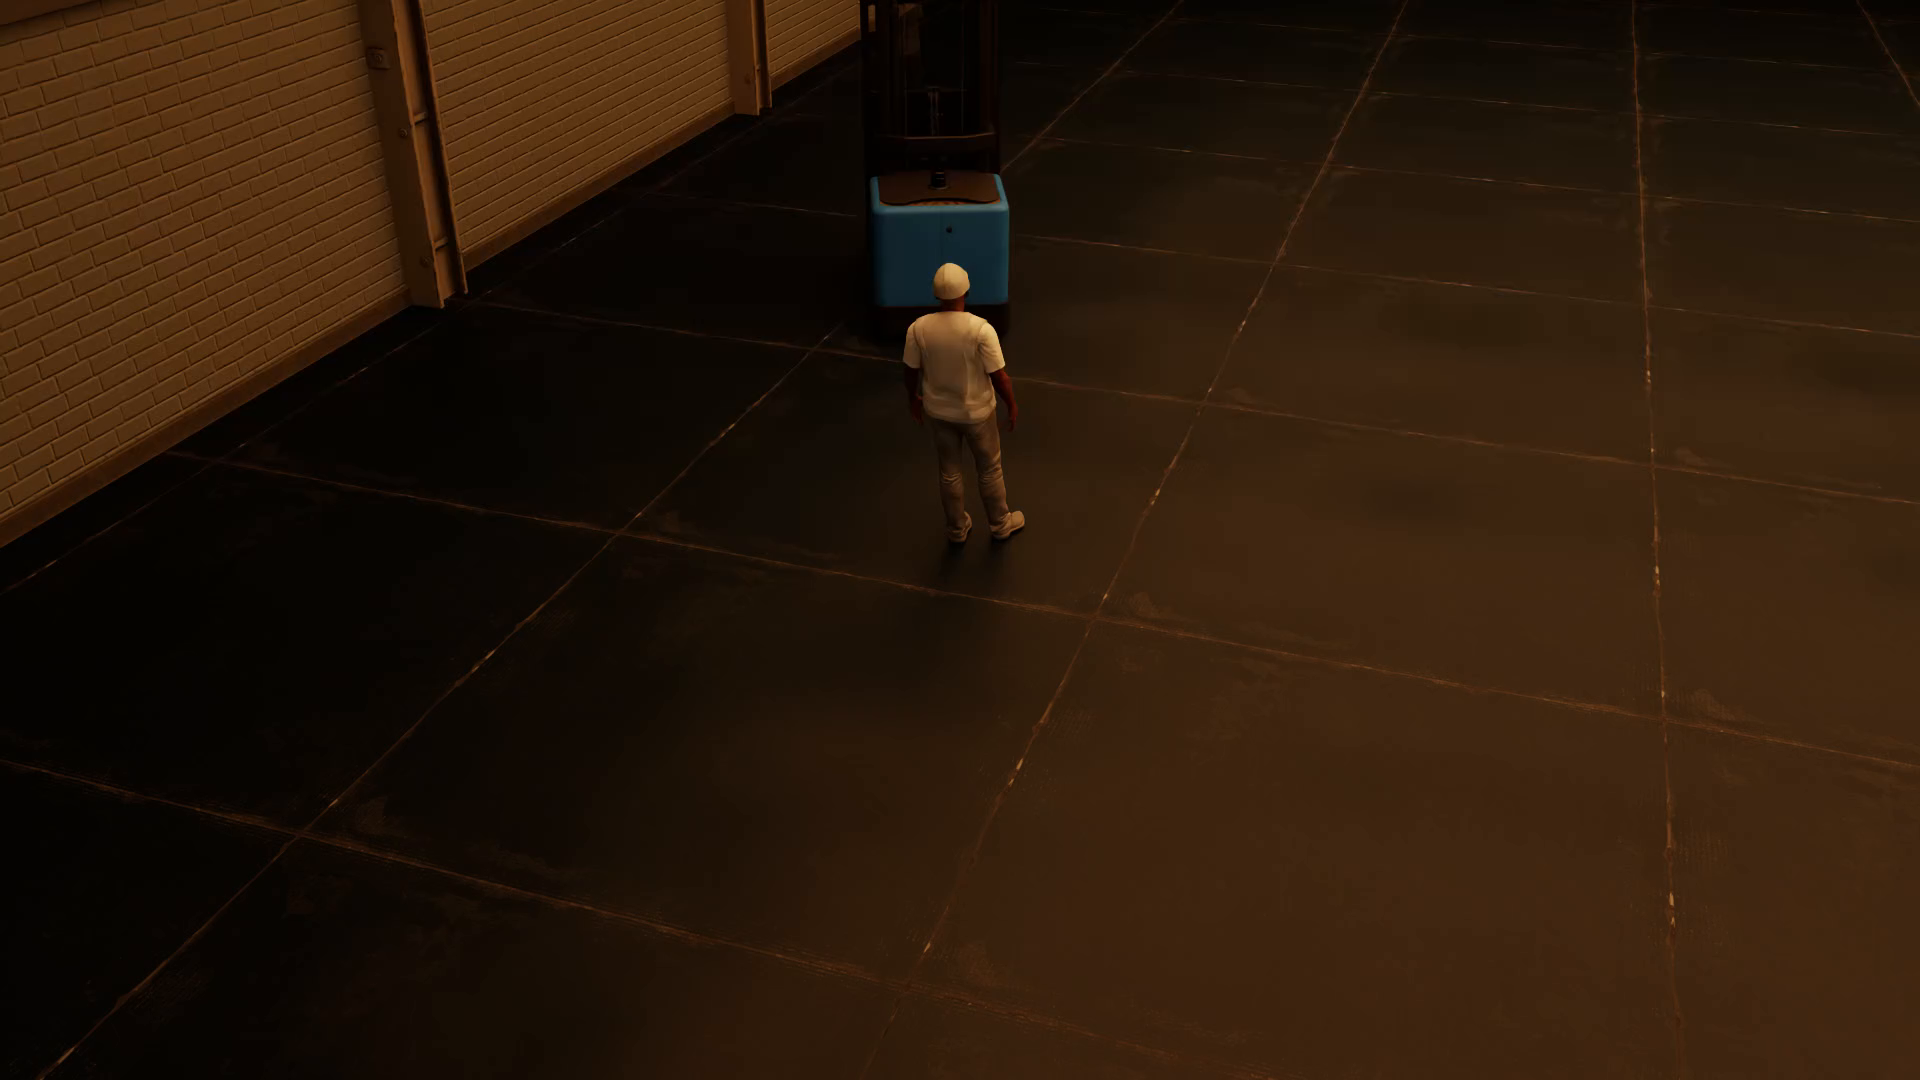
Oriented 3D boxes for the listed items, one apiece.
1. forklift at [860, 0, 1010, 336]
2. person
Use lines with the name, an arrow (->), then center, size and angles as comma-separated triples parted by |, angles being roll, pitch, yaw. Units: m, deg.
forklift -> -0.241, -3.524, 13.318 | 1.130, 2.935, 3.031 | -2, 30, -4
person -> 0.028, -0.806, 9.711 | 0.665, 1.768, 0.575 | 10, 31, 16
